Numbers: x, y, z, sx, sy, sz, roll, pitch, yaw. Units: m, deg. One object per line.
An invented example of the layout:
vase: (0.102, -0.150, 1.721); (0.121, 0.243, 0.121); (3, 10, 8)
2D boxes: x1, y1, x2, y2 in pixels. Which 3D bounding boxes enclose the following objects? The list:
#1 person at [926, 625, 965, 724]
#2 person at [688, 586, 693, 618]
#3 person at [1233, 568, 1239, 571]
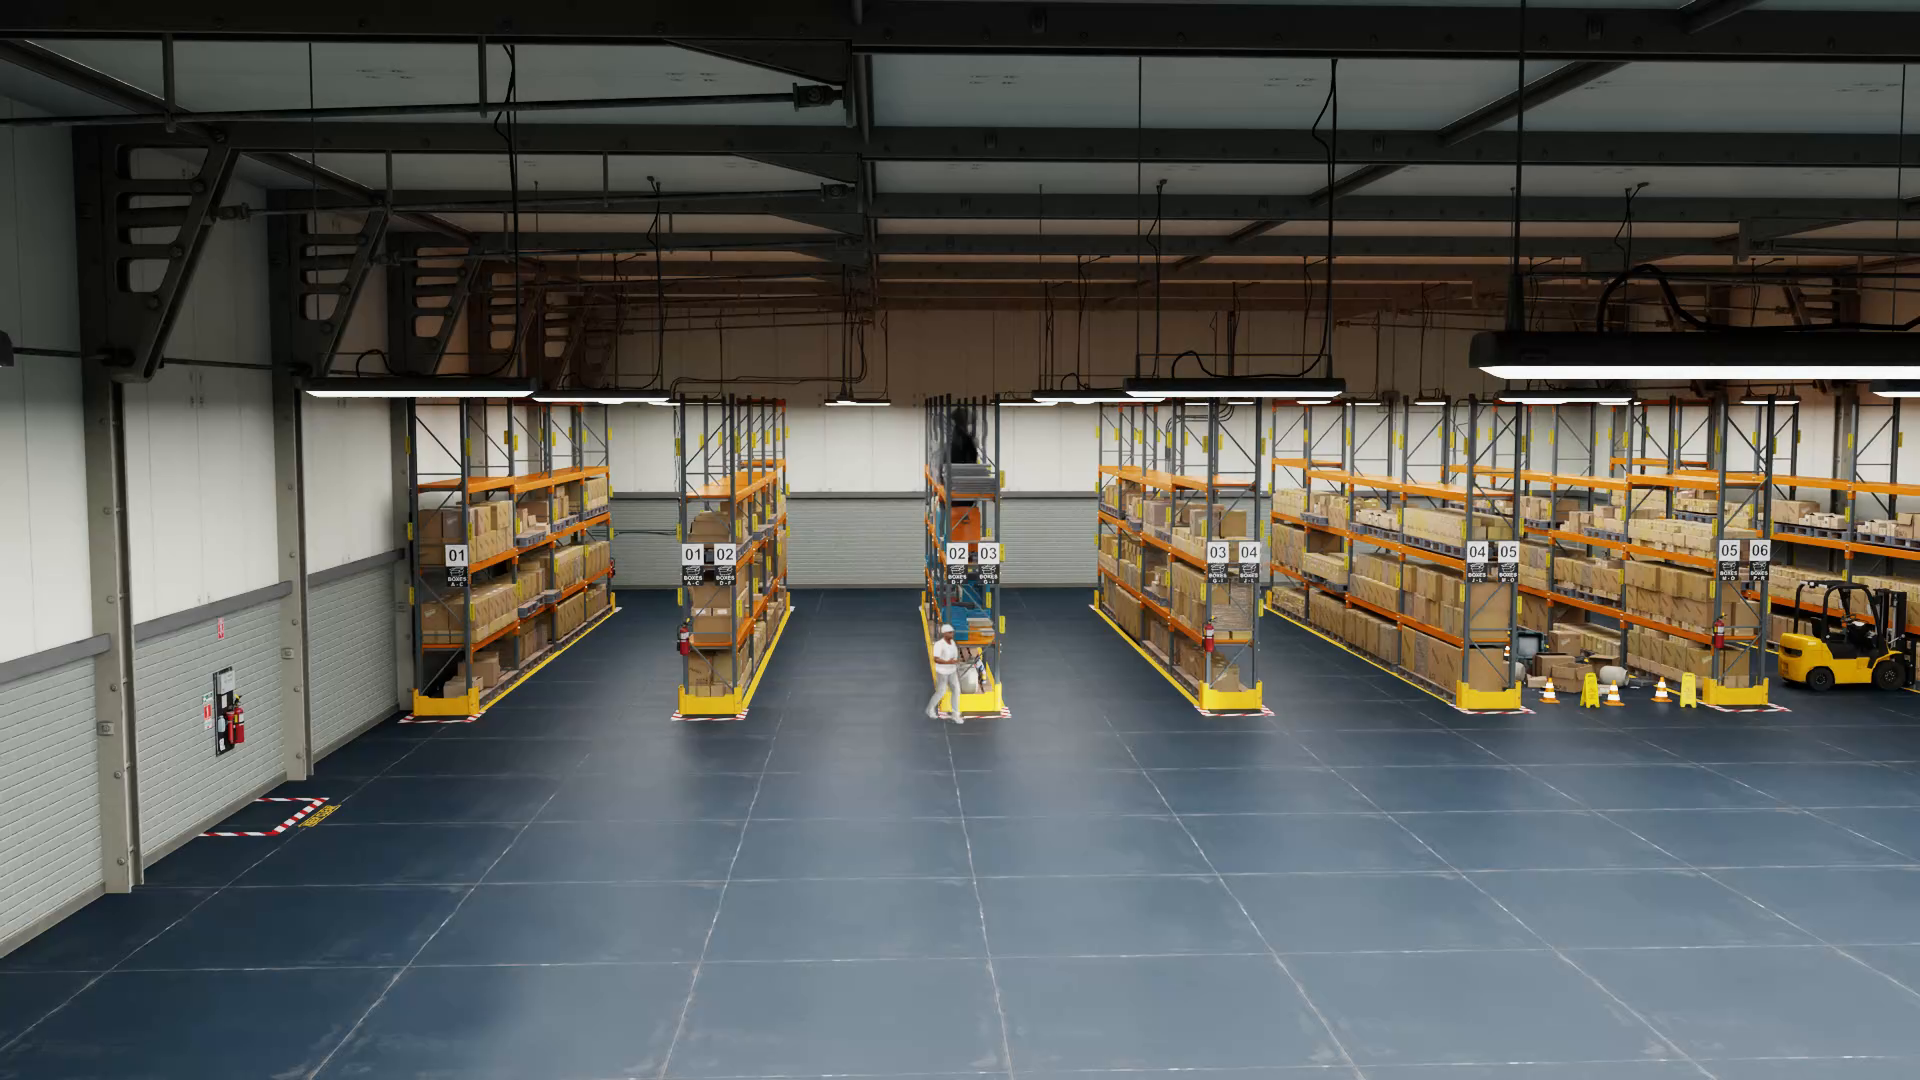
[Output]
person: (-0.270, 2.447, 30.368); (0.782, 1.830, 0.717); (4, 6, 38)
person: (-6.709, 1.566, 42.461); (0.585, 1.683, 0.851); (0, 5, -6)
person: (7.588, 1.085, 48.007); (0.821, 1.732, 0.793); (-4, 6, -40)
